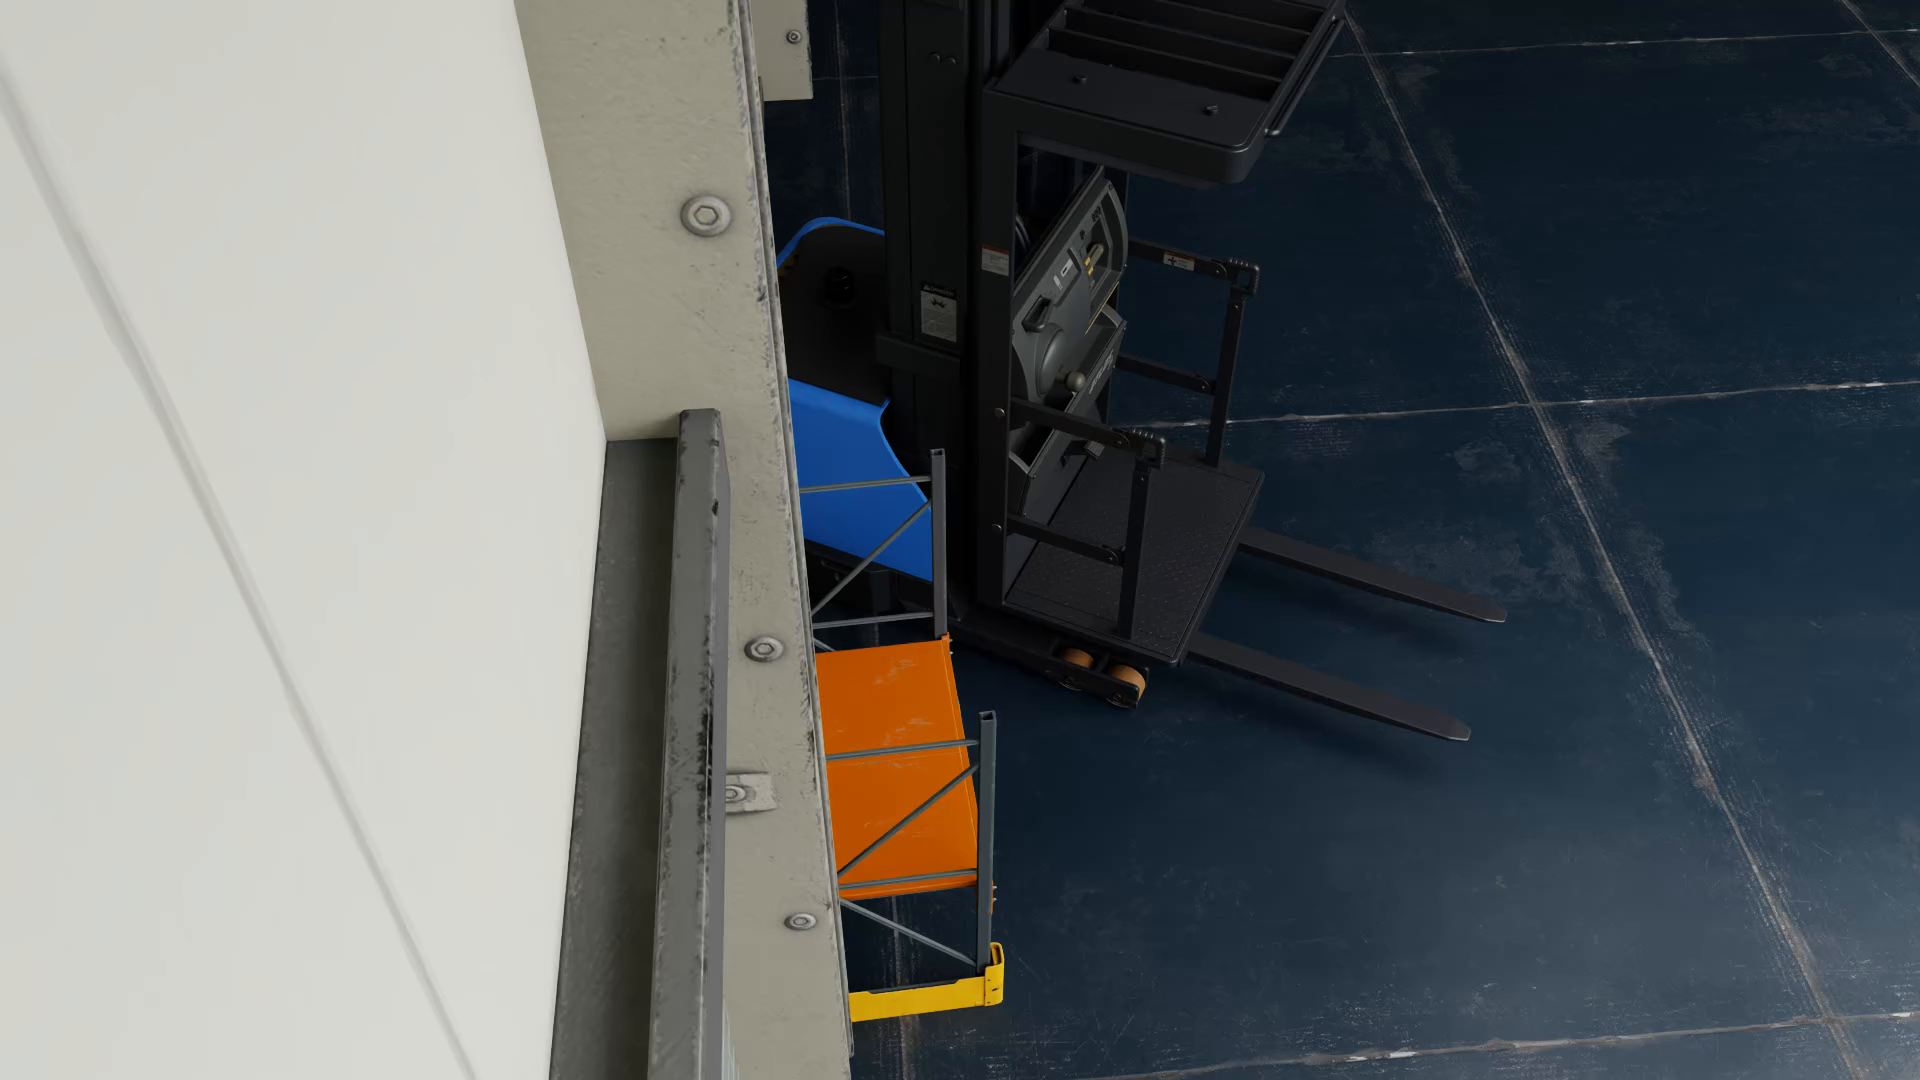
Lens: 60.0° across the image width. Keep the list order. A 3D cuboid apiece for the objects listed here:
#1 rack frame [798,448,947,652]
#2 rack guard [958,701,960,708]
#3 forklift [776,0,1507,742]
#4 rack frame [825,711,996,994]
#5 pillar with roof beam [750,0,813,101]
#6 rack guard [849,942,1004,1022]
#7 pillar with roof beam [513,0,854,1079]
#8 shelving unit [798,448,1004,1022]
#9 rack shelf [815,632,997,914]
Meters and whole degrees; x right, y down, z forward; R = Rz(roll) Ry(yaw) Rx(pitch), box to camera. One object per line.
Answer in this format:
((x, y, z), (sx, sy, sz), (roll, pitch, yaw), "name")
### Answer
((-0.295, 0.272, 5.596), (0.500, 1.500, 0.032), (-6, 47, -5), "rack frame")
((-0.292, 0.715, 6.037), (0.587, 0.250, 0.087), (-6, 47, -5), "rack guard")
((0.566, -0.819, 5.644), (3.031, 2.935, 1.130), (18, 49, 17), "forklift")
((-0.154, 1.003, 4.904), (0.500, 1.500, 0.032), (-6, 47, -5), "rack frame")
((3.306, -5.932, 6.307), (9.100, 9.000, 0.400), (-3, 47, -3), "pillar with roof beam")
((-0.154, 1.432, 5.359), (0.587, 0.250, 0.087), (-6, 47, -5), "rack guard")
((3.809, -1.591, 2.195), (9.100, 9.000, 0.400), (-3, 47, -3), "pillar with roof beam")
((-0.223, 0.644, 5.244), (0.587, 1.500, 1.083), (-6, 47, -5), "shelving unit")
((-0.224, 0.761, 5.381), (0.538, 0.185, 1.000), (-6, 47, -5), "rack shelf")
